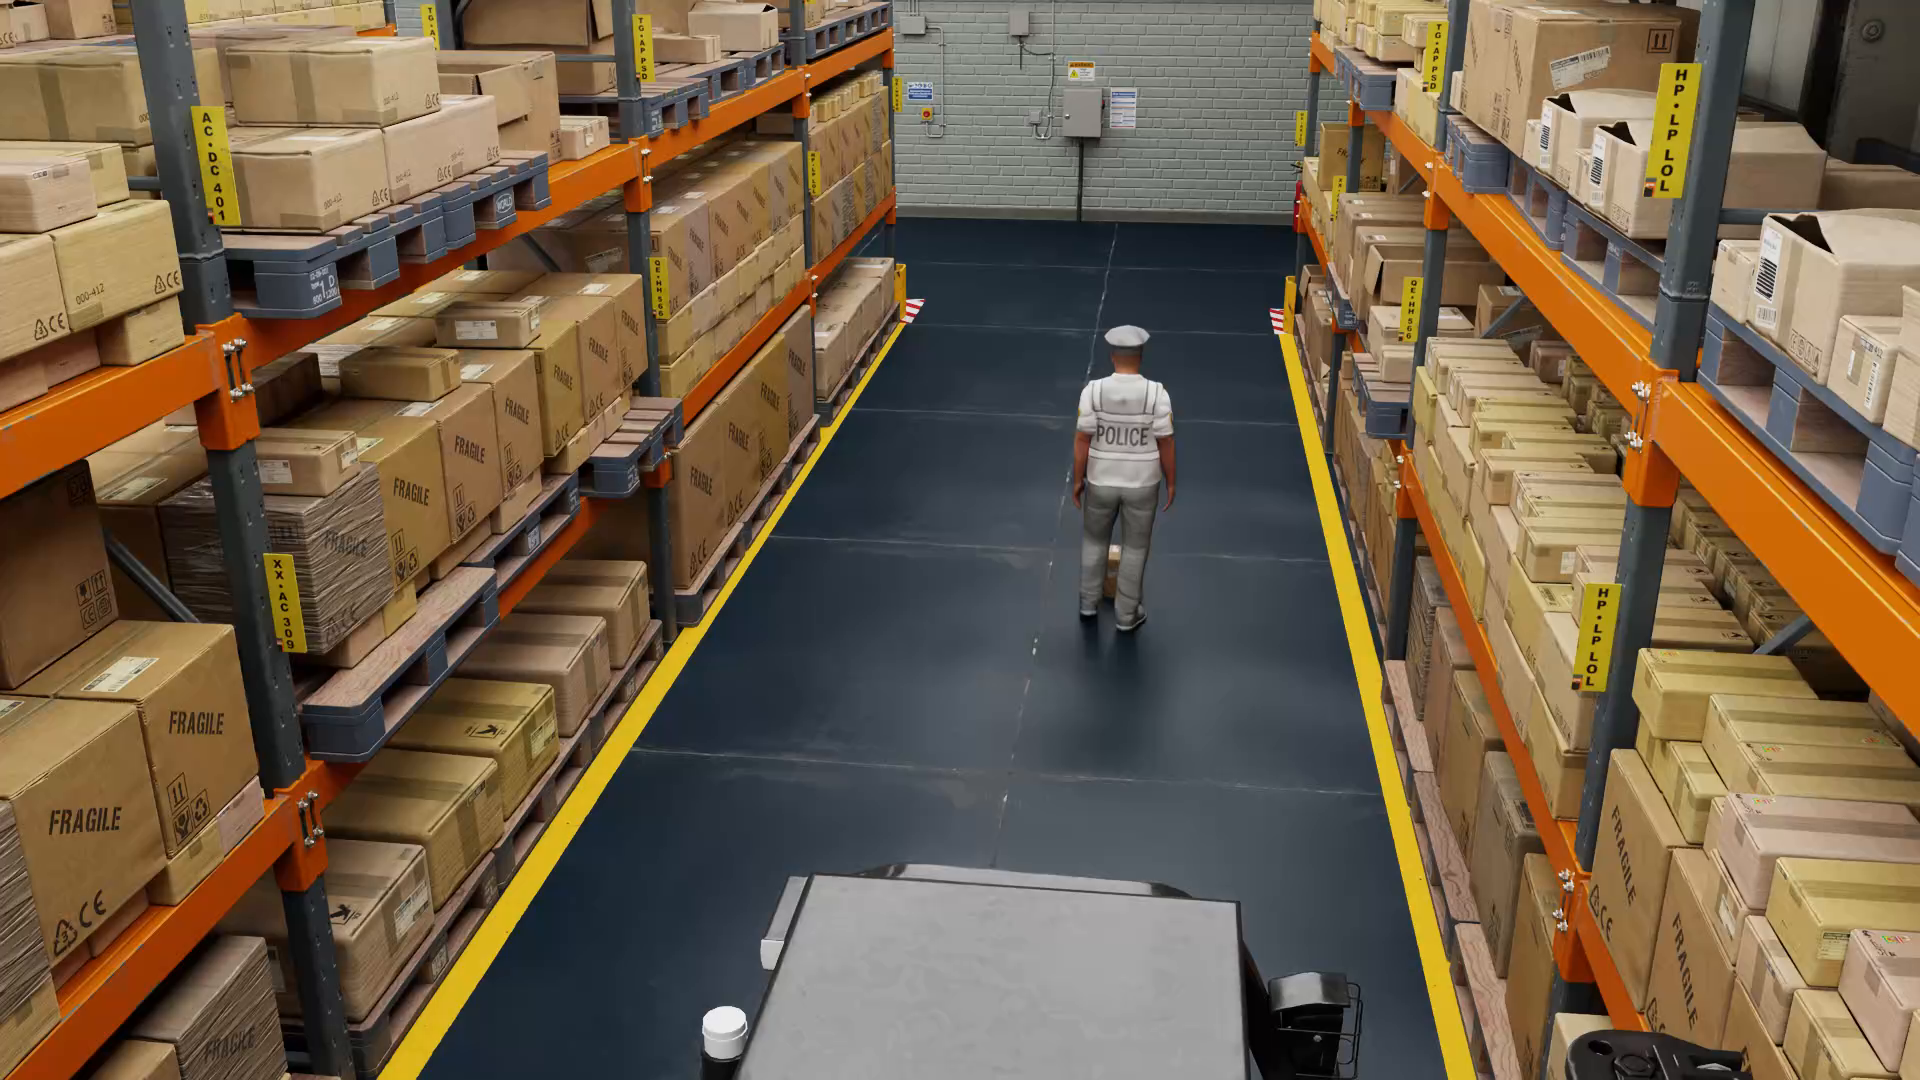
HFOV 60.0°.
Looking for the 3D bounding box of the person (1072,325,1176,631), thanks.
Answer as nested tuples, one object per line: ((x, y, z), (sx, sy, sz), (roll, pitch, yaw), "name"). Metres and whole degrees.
((0.944, -0.345, 9.487), (0.581, 1.784, 0.534), (4, 21, 12), "person")
